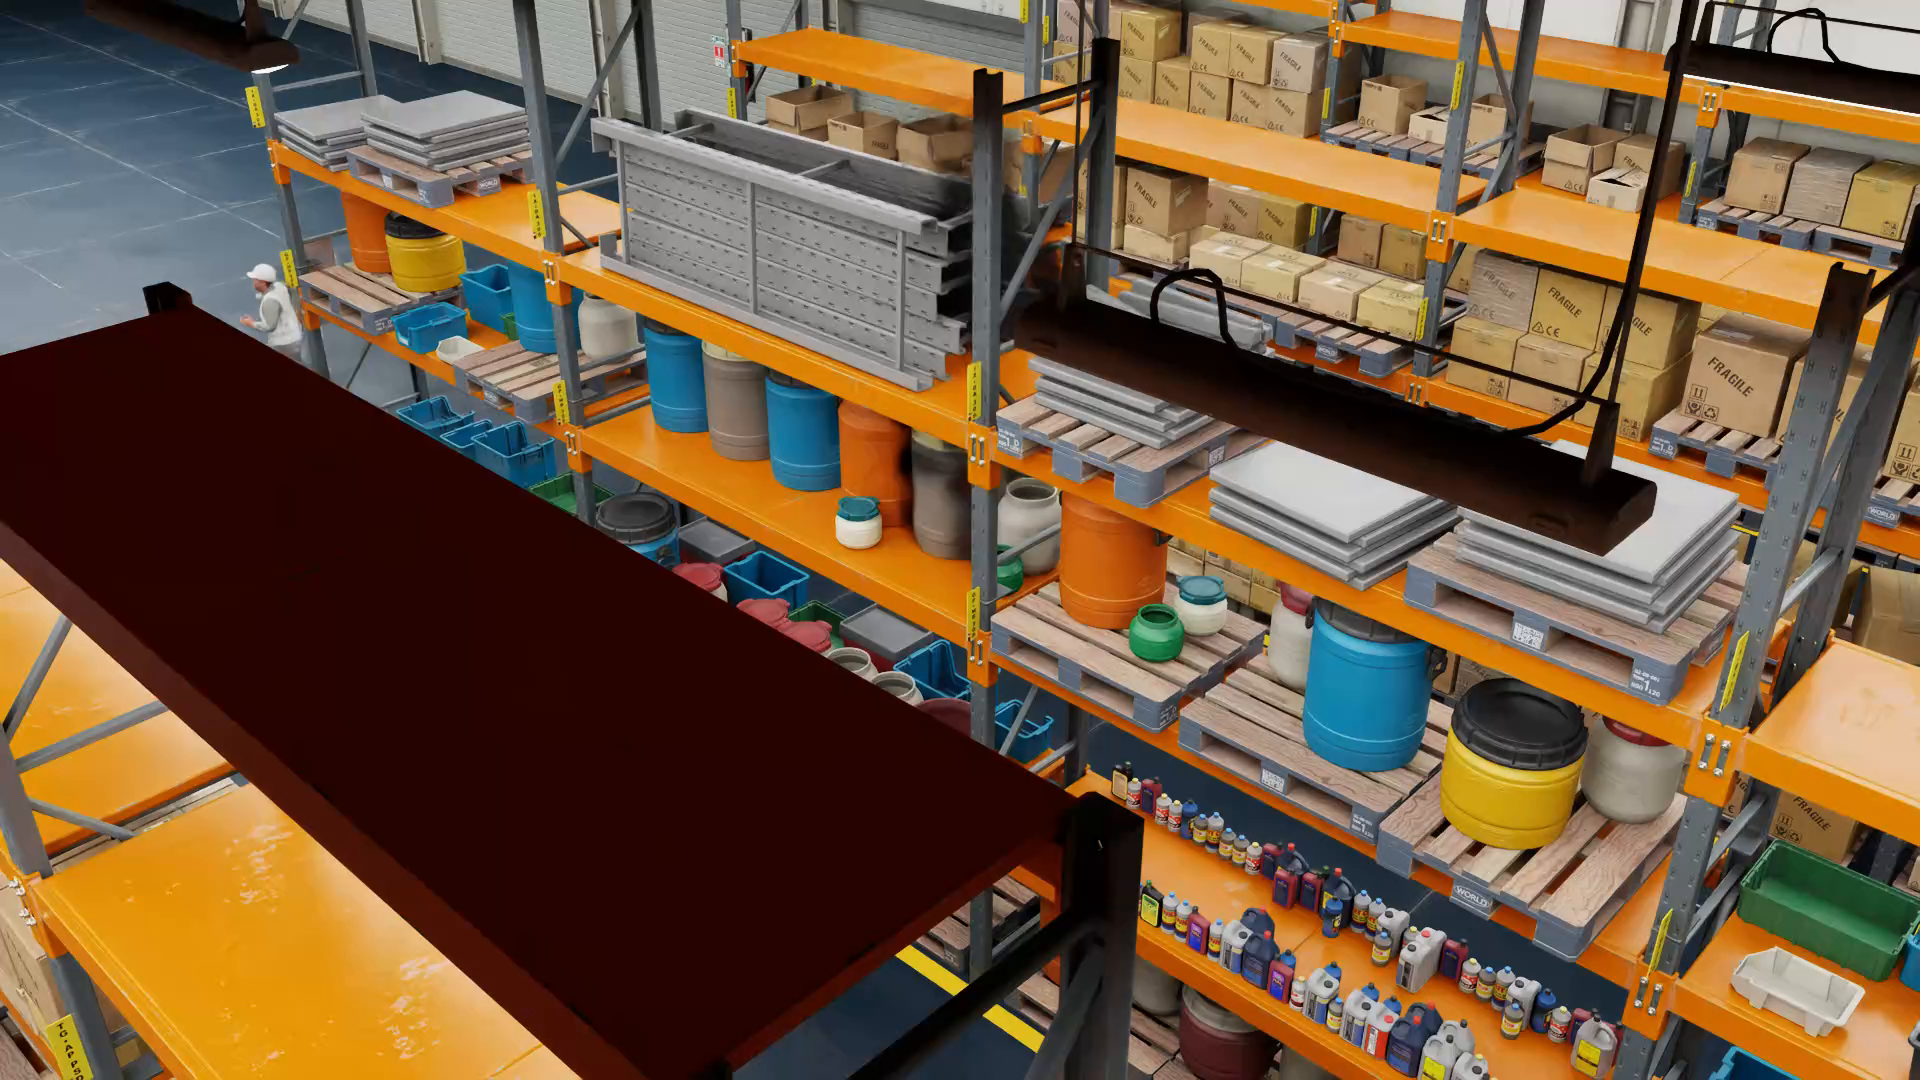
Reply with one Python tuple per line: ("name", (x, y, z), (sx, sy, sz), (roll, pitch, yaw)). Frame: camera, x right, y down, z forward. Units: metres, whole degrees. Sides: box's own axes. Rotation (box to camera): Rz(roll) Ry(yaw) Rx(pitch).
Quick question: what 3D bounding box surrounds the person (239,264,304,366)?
("person", (-7.507, -2.247, 18.420), (0.780, 1.724, 0.688), (-8, 30, -14))
